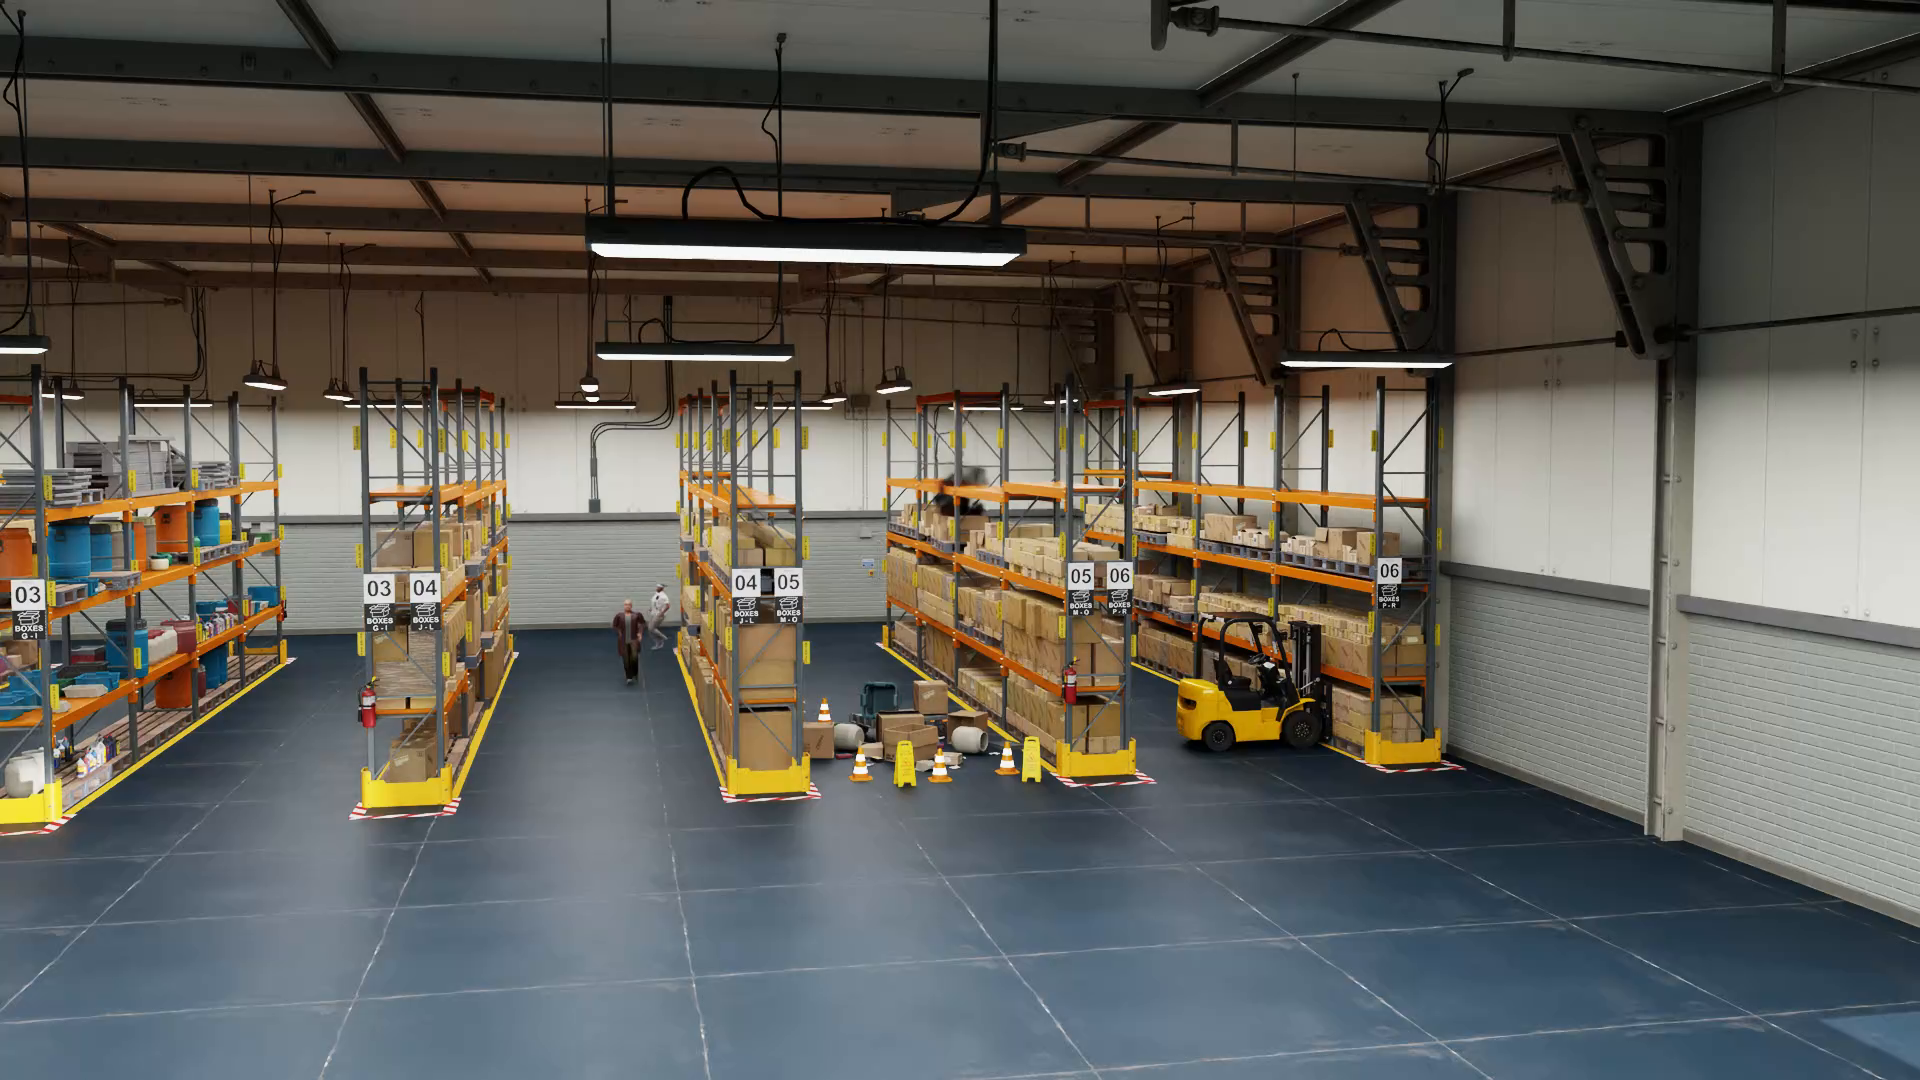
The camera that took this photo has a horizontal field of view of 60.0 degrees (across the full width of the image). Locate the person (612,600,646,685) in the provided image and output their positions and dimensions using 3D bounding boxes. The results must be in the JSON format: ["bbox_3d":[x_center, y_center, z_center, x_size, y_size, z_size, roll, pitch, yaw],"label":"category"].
[{"bbox_3d":[-6.772,2.099,34.032,0.682,1.759,0.709,0,3,-8],"label":"person"}]

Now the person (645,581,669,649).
[{"bbox_3d":[-7.265,1.813,39.926,0.496,1.652,0.647,-3,4,-36],"label":"person"}]
